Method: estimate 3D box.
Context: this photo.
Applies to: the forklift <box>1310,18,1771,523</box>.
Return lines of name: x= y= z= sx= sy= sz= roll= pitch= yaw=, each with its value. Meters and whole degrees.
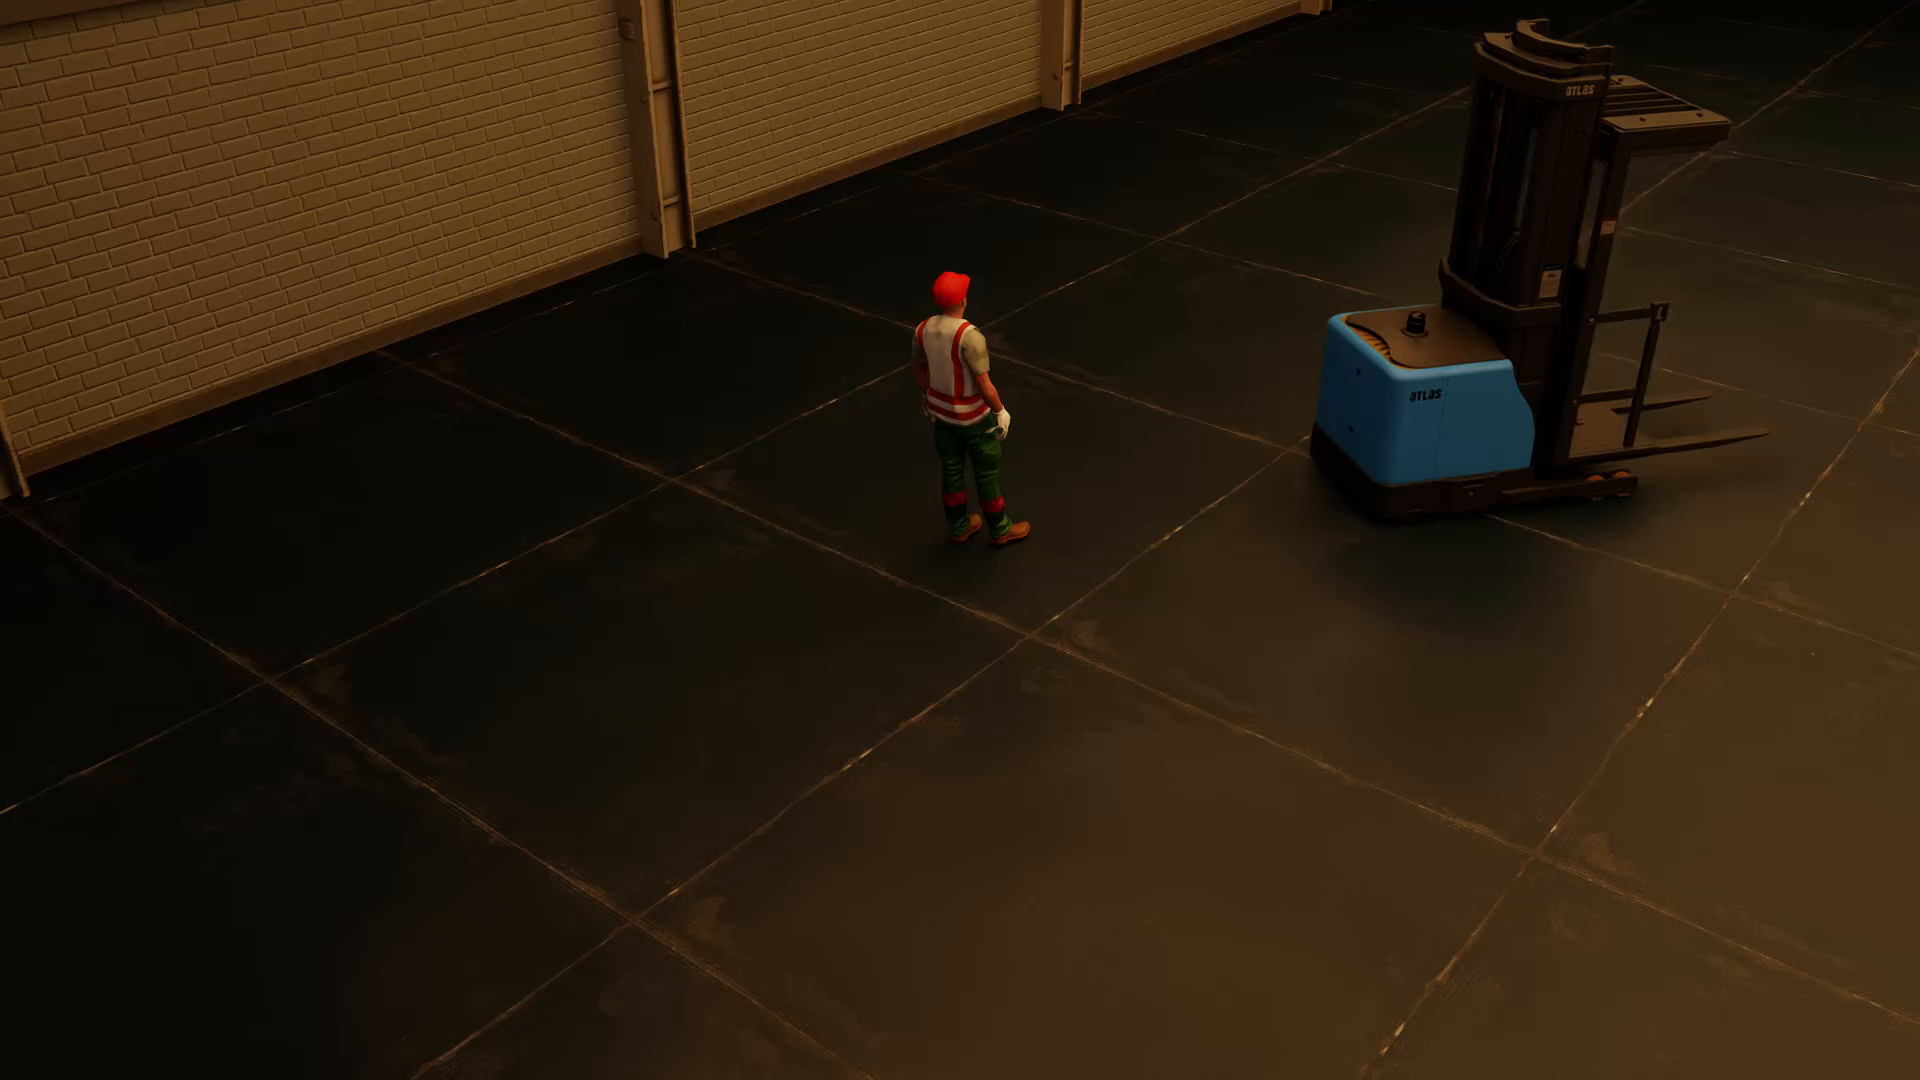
forklift: x=3.969 y=-1.774 z=10.631 sx=3.031 sy=2.935 sz=1.130 roll=-8 pitch=31 yaw=-13

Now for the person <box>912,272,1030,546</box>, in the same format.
person: x=0.060 y=-0.807 z=10.092 sx=0.637 sy=1.790 sz=0.562 roll=22 pitch=37 yaw=33
